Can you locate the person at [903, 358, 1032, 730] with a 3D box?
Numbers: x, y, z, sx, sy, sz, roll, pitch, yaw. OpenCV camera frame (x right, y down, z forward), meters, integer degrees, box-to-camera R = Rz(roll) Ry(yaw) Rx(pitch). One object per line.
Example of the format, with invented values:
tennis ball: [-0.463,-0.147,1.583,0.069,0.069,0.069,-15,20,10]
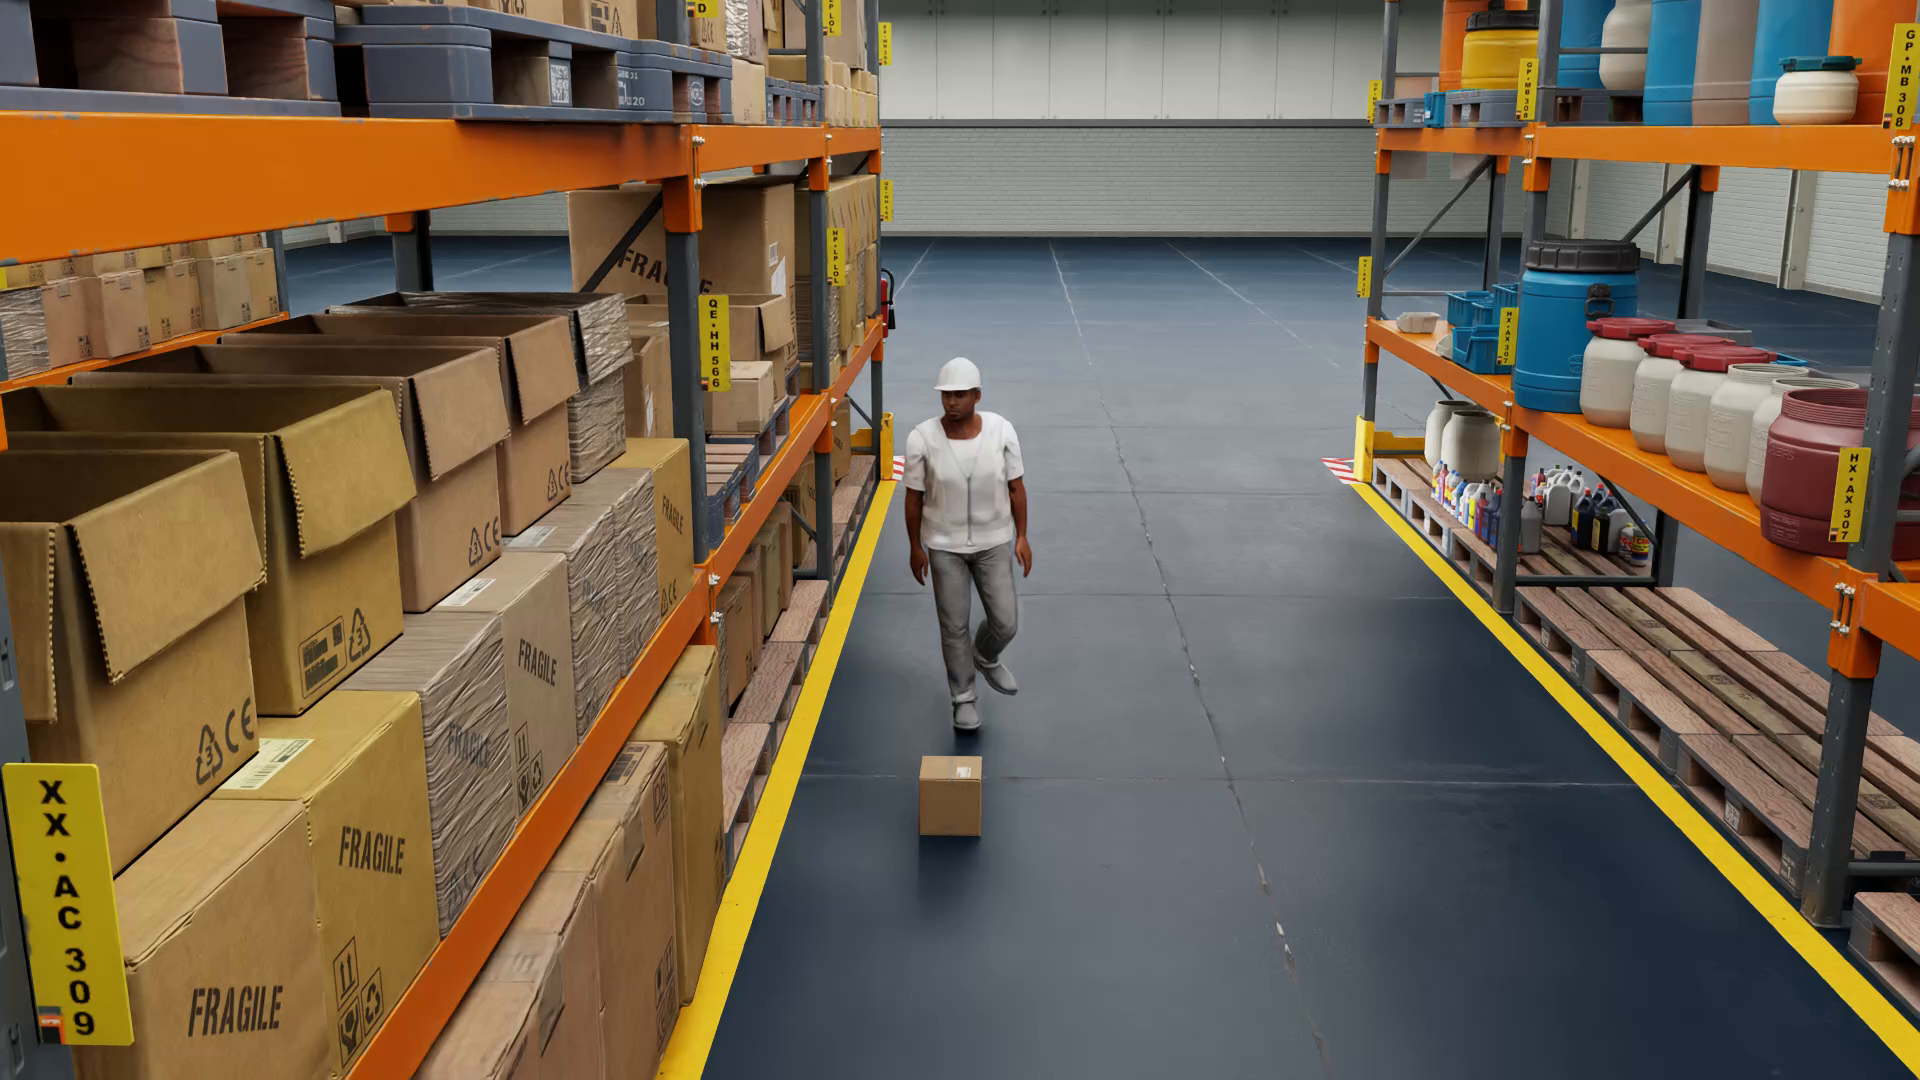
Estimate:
person: [0.034,0.004,7.845,0.606,1.760,0.565,-1,14,-5]
